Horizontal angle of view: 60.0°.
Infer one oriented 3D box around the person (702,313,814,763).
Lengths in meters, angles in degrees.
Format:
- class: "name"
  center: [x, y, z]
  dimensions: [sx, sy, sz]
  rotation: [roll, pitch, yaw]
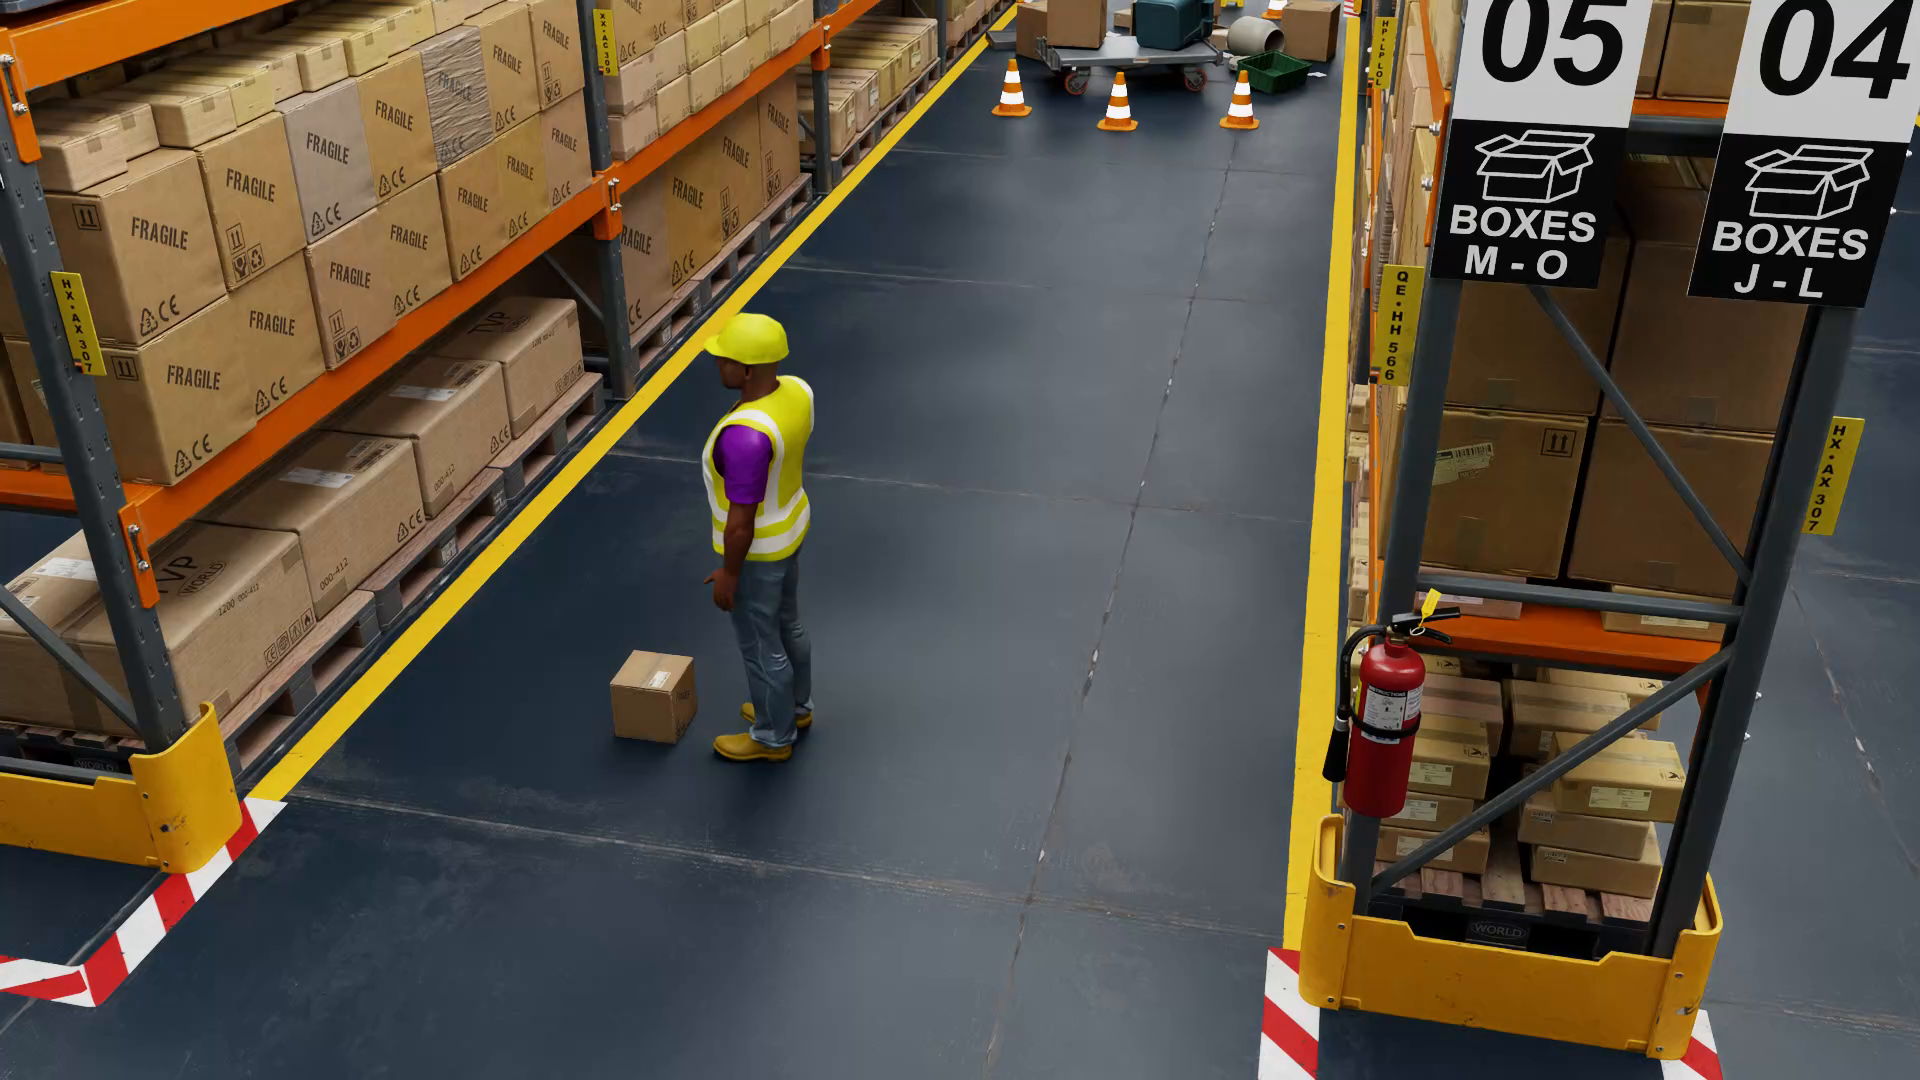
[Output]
- class: "person"
  center: [-0.741, 0.012, 6.076]
  dimensions: [0.380, 1.782, 0.575]
  rotation: [7, 29, 12]
